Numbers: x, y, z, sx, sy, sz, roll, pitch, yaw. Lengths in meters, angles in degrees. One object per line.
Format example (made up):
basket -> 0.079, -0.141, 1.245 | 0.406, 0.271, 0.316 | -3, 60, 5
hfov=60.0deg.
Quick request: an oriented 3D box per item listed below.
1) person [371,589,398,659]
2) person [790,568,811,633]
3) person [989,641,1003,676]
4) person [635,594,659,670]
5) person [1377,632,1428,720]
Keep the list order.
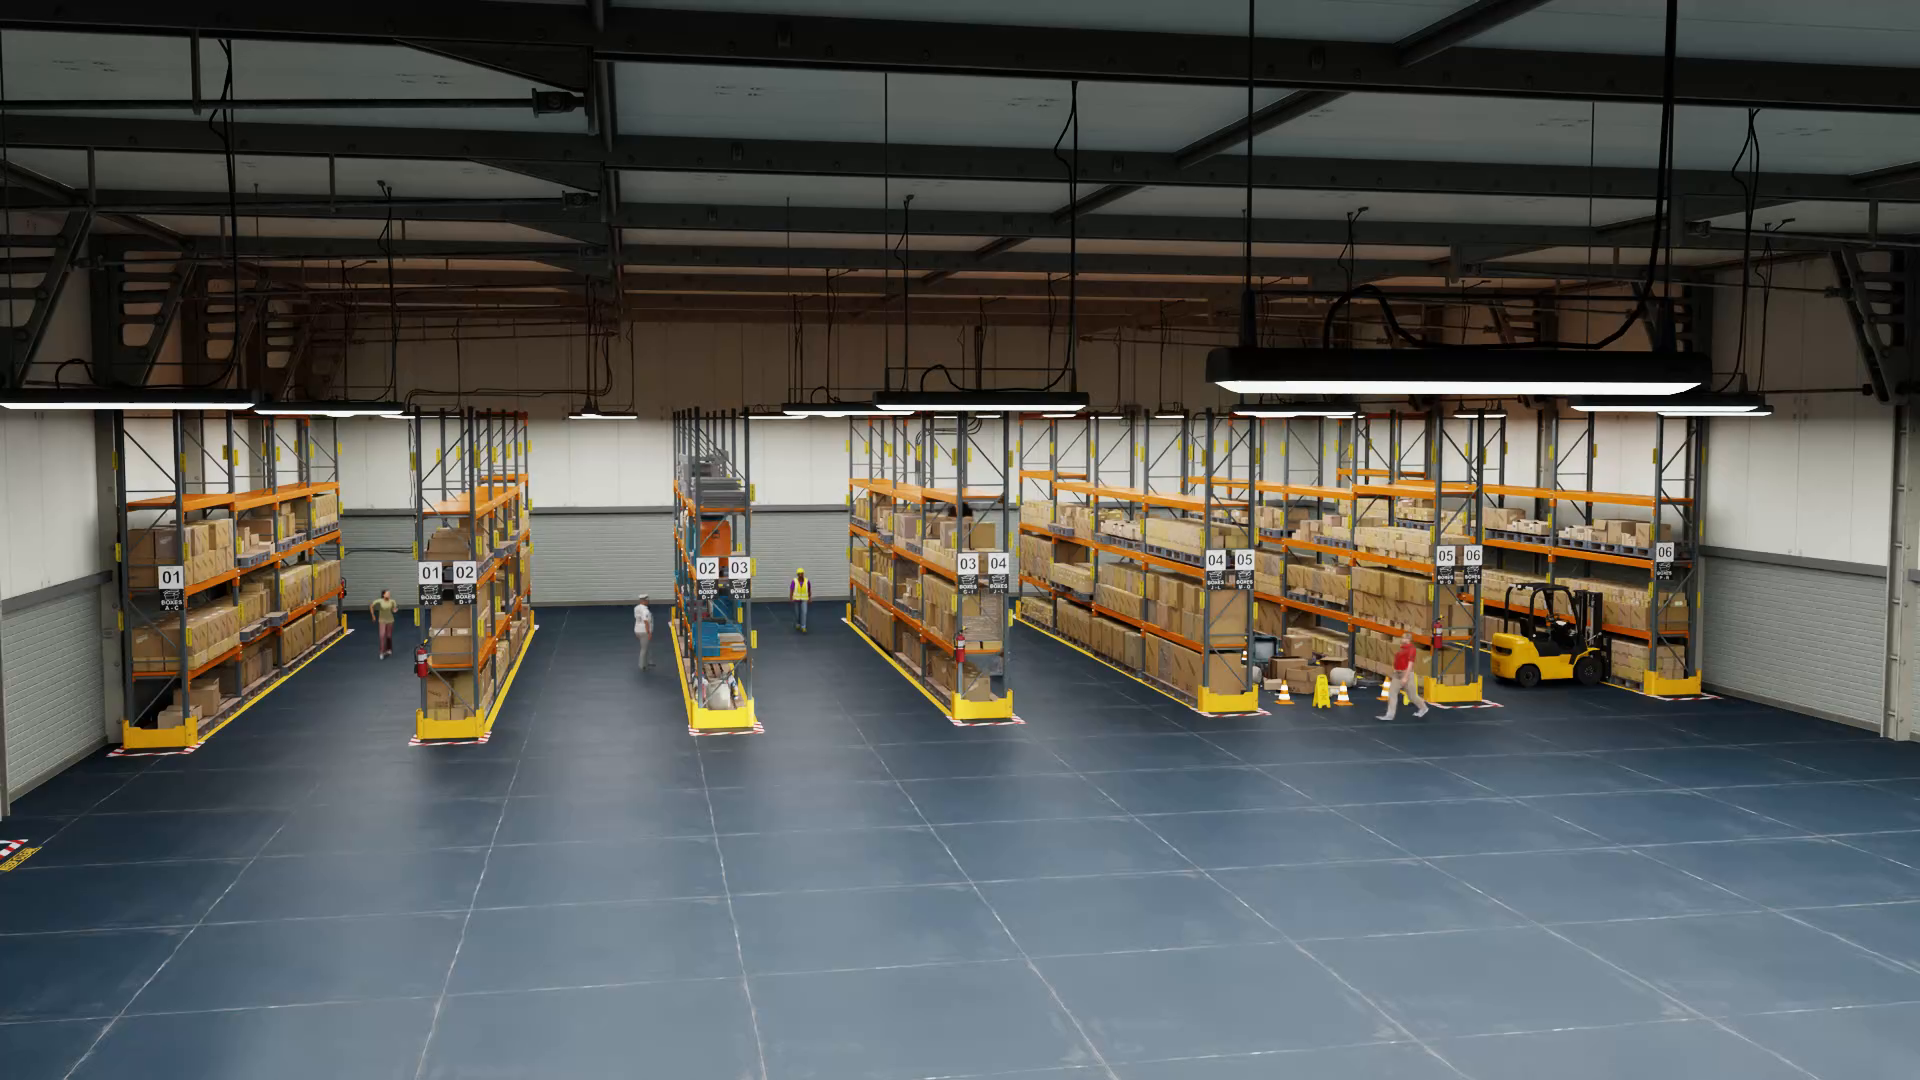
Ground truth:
person -> -13.949, 2.000, 40.280 | 0.627, 1.644, 0.997 | -1, 4, -13
person -> -4.343, 1.640, 45.296 | 0.576, 1.730, 0.986 | 0, 4, -5
person -> 0.824, 2.163, 37.514 | 0.390, 1.788, 0.600 | -1, 4, -14
person -> -7.176, 2.118, 38.421 | 0.605, 1.750, 0.574 | -3, 5, -36
person -> 8.527, 2.652, 31.848 | 1.001, 1.609, 0.510 | -3, 5, -32
